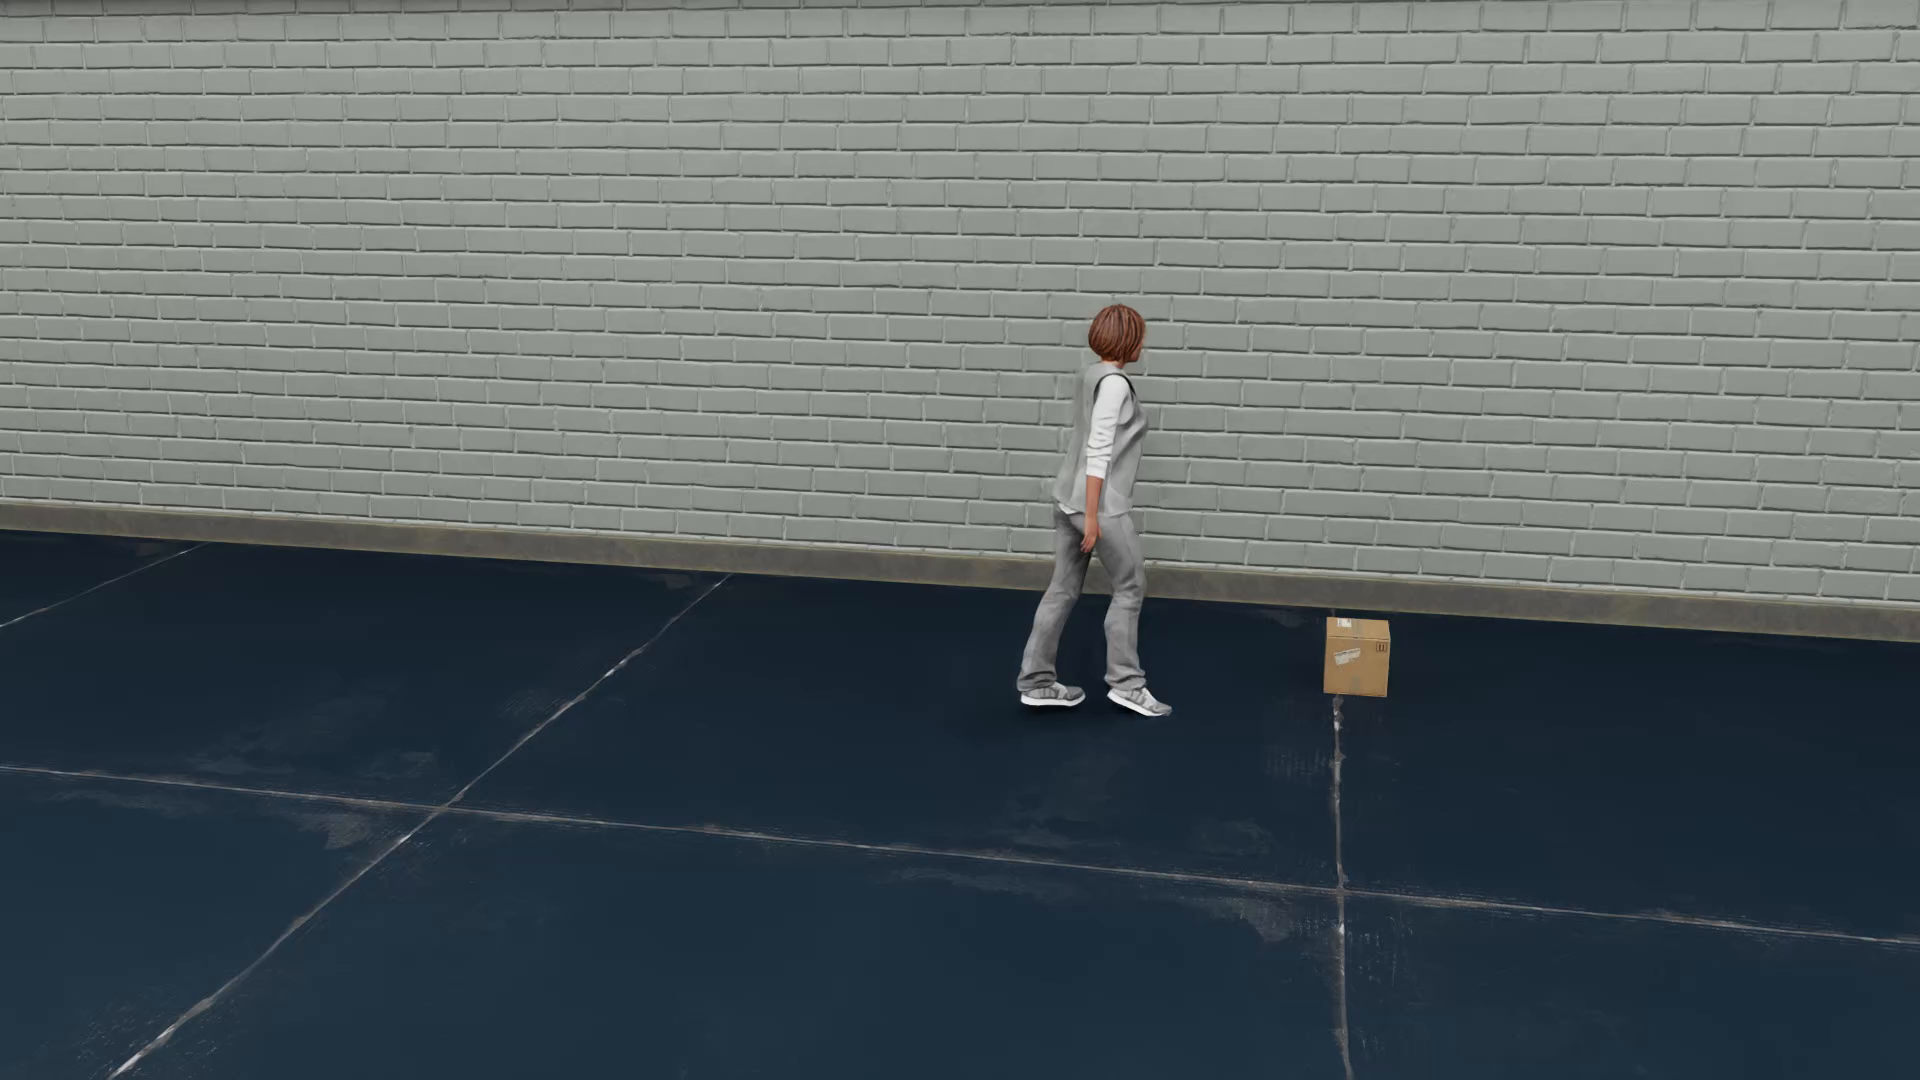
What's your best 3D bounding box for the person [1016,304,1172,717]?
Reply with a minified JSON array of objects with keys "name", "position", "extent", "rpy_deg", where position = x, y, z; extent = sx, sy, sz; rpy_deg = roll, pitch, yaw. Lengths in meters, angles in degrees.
[{"name":"person","position":[0.502,-0.095,6.431],"extent":[0.601,1.620,0.443],"rpy_deg":[-5,16,-18]}]
